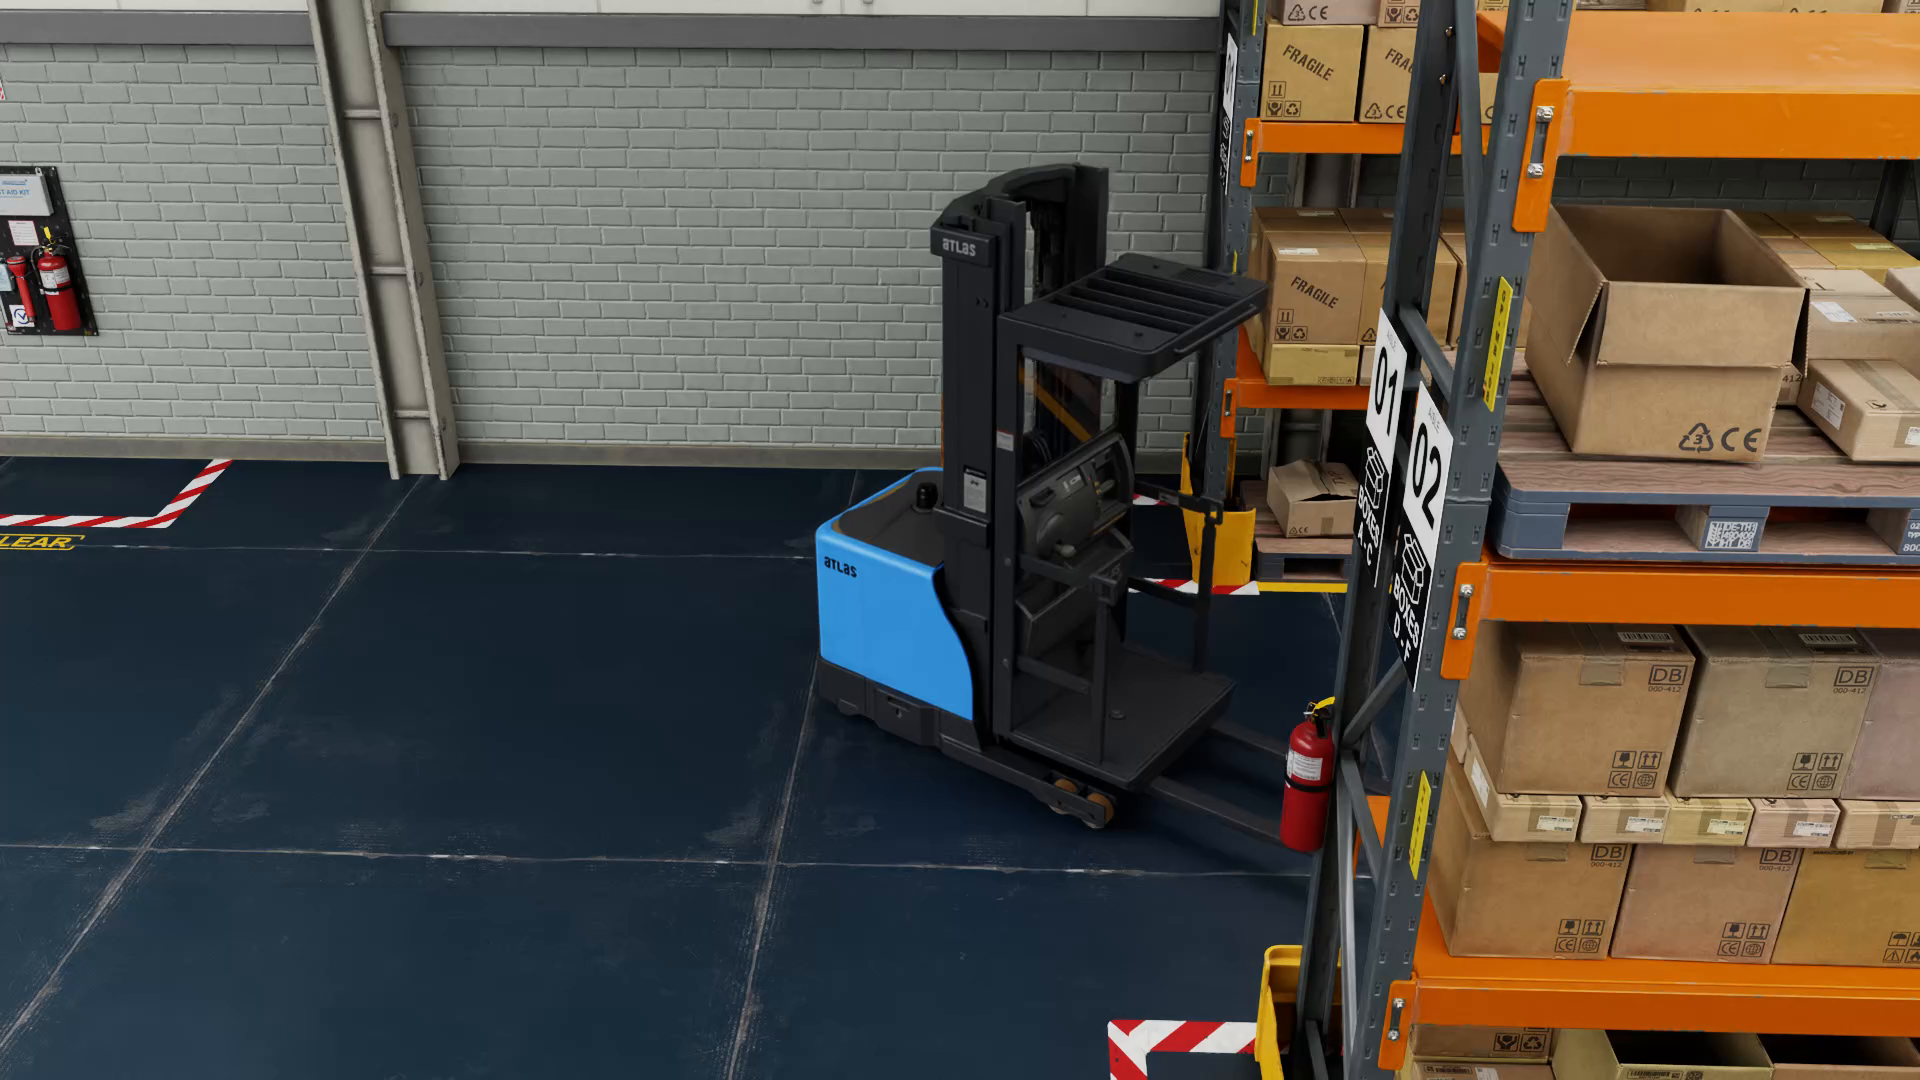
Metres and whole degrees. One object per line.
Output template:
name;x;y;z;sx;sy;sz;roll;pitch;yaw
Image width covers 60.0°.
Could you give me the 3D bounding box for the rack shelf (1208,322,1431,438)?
rack shelf;3.544;-0.971;10.073;4.000;0.370;1.077;1;28;2

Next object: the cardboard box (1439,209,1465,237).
cardboard box;3.043;-1.668;9.958;0.500;0.500;0.500;0;28;0

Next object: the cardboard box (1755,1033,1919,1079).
cardboard box;2.902;1.817;5.732;0.500;0.500;0.500;1;28;2

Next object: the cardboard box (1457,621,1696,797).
cardboard box;1.893;0.394;5.238;0.500;0.500;0.700;1;28;2

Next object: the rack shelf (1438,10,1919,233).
rack shelf;3.373;-1.126;4.388;4.000;0.370;1.077;1;28;2

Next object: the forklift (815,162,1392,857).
forklift;0.729;-0.182;7.890;3.031;2.935;1.130;19;33;32

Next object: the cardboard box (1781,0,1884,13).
cardboard box;4.481;-2.962;8.661;0.500;0.500;0.500;2;28;5

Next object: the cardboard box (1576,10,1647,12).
cardboard box;3.461;-2.547;8.946;0.500;0.500;0.500;3;28;5

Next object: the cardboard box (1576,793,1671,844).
cardboard box;2.023;0.776;5.209;0.250;0.149;0.380;0;28;0

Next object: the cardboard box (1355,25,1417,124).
cardboard box;2.406;-2.552;8.957;0.500;0.500;0.500;3;28;5

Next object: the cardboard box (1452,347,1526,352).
cardboard box;3.050;-1.095;9.677;0.500;0.250;0.500;1;28;1

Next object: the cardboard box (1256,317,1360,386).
cardboard box;2.022;-1.108;9.702;0.500;0.250;0.500;0;28;0

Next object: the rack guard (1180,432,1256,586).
rack guard;1.621;-0.217;10.550;0.348;0.500;1.175;1;28;2

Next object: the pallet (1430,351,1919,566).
pallet;2.080;-0.266;4.866;1.213;0.211;1.003;1;28;2

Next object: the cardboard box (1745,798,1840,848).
cardboard box;2.524;0.786;5.190;0.250;0.149;0.380;1;28;1

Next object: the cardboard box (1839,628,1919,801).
cardboard box;2.923;0.408;5.211;0.500;0.500;0.700;1;28;2

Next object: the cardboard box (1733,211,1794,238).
cardboard box;4.564;-1.646;9.916;0.500;0.500;0.500;1;28;2

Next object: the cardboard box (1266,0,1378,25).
cardboard box;1.922;-3.022;8.776;0.500;0.500;0.500;-1;28;-2

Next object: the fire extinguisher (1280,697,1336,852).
fire extinguisher;1.272;0.811;6.025;0.183;0.674;0.296;1;28;2

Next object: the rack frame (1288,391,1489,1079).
rack frame;1.374;0.997;5.593;0.127;3.000;1.000;1;28;2

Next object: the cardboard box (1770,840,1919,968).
cardboard box;2.861;0.983;5.511;0.500;0.500;0.700;1;28;2

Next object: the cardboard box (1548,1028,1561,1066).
cardboard box;2.421;1.899;6.378;0.500;0.250;0.500;1;28;2

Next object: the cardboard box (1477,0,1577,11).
cardboard box;2.934;-2.987;8.709;0.500;0.500;0.500;2;28;3

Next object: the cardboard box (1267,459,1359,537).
cardboard box;2.234;-0.275;10.393;0.500;0.311;0.500;-2;28;-4

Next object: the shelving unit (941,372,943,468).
shelving unit;-0.014;-0.530;10.395;0.189;1.200;0.258;1;28;2

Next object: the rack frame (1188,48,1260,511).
rack frame;1.545;-1.322;9.967;0.127;3.000;1.000;1;28;2

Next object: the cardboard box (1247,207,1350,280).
cardboard box;2.024;-1.688;9.995;0.500;0.500;0.500;1;28;1

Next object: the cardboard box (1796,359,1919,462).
cardboard box;2.544;-0.363;4.626;0.250;0.149;0.380;1;28;2

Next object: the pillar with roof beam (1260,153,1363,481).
pillar with roof beam;2.123;-2.351;5.503;0.400;9.000;9.100;1;28;2

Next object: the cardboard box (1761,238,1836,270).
cardboard box;4.560;-1.399;9.449;0.500;0.500;0.500;1;28;2

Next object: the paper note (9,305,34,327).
paper note;-6.364;-1.519;11.280;0.142;0.148;0.016;1;28;2

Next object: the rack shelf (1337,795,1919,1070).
rack shelf;3.373;1.347;5.699;4.000;0.370;1.077;1;28;2

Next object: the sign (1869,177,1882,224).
sign;5.559;-2.027;10.061;0.005;0.325;0.100;1;28;2

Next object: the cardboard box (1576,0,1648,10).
cardboard box;3.525;-3.223;9.155;0.500;0.500;0.500;1;28;2

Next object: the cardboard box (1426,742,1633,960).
cardboard box;1.840;0.966;5.544;0.500;0.500;0.700;1;28;2

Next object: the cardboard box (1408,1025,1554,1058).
cardboard box;1.921;1.564;6.209;0.500;0.500;0.500;1;28;2

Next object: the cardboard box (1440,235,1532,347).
cardboard box;3.021;-1.423;9.496;0.500;0.500;0.500;0;28;0

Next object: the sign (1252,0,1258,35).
sign;1.526;-2.780;8.581;0.005;0.325;0.100;1;28;2

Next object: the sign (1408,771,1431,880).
sign;1.349;0.839;4.882;0.005;0.325;0.100;1;28;2

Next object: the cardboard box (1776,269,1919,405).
cardboard box;2.534;-0.614;4.991;0.500;0.250;0.500;1;28;2

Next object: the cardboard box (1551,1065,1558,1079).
cardboard box;2.402;2.145;5.913;0.500;0.250;0.500;1;28;2

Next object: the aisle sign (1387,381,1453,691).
aisle sign;1.298;-0.010;4.716;0.004;0.787;0.394;1;28;2

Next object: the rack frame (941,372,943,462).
rack frame;-0.106;-0.532;10.398;0.006;1.200;0.240;1;28;2

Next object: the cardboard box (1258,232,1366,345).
cardboard box;2.012;-1.448;9.542;0.500;0.500;0.500;1;28;2
